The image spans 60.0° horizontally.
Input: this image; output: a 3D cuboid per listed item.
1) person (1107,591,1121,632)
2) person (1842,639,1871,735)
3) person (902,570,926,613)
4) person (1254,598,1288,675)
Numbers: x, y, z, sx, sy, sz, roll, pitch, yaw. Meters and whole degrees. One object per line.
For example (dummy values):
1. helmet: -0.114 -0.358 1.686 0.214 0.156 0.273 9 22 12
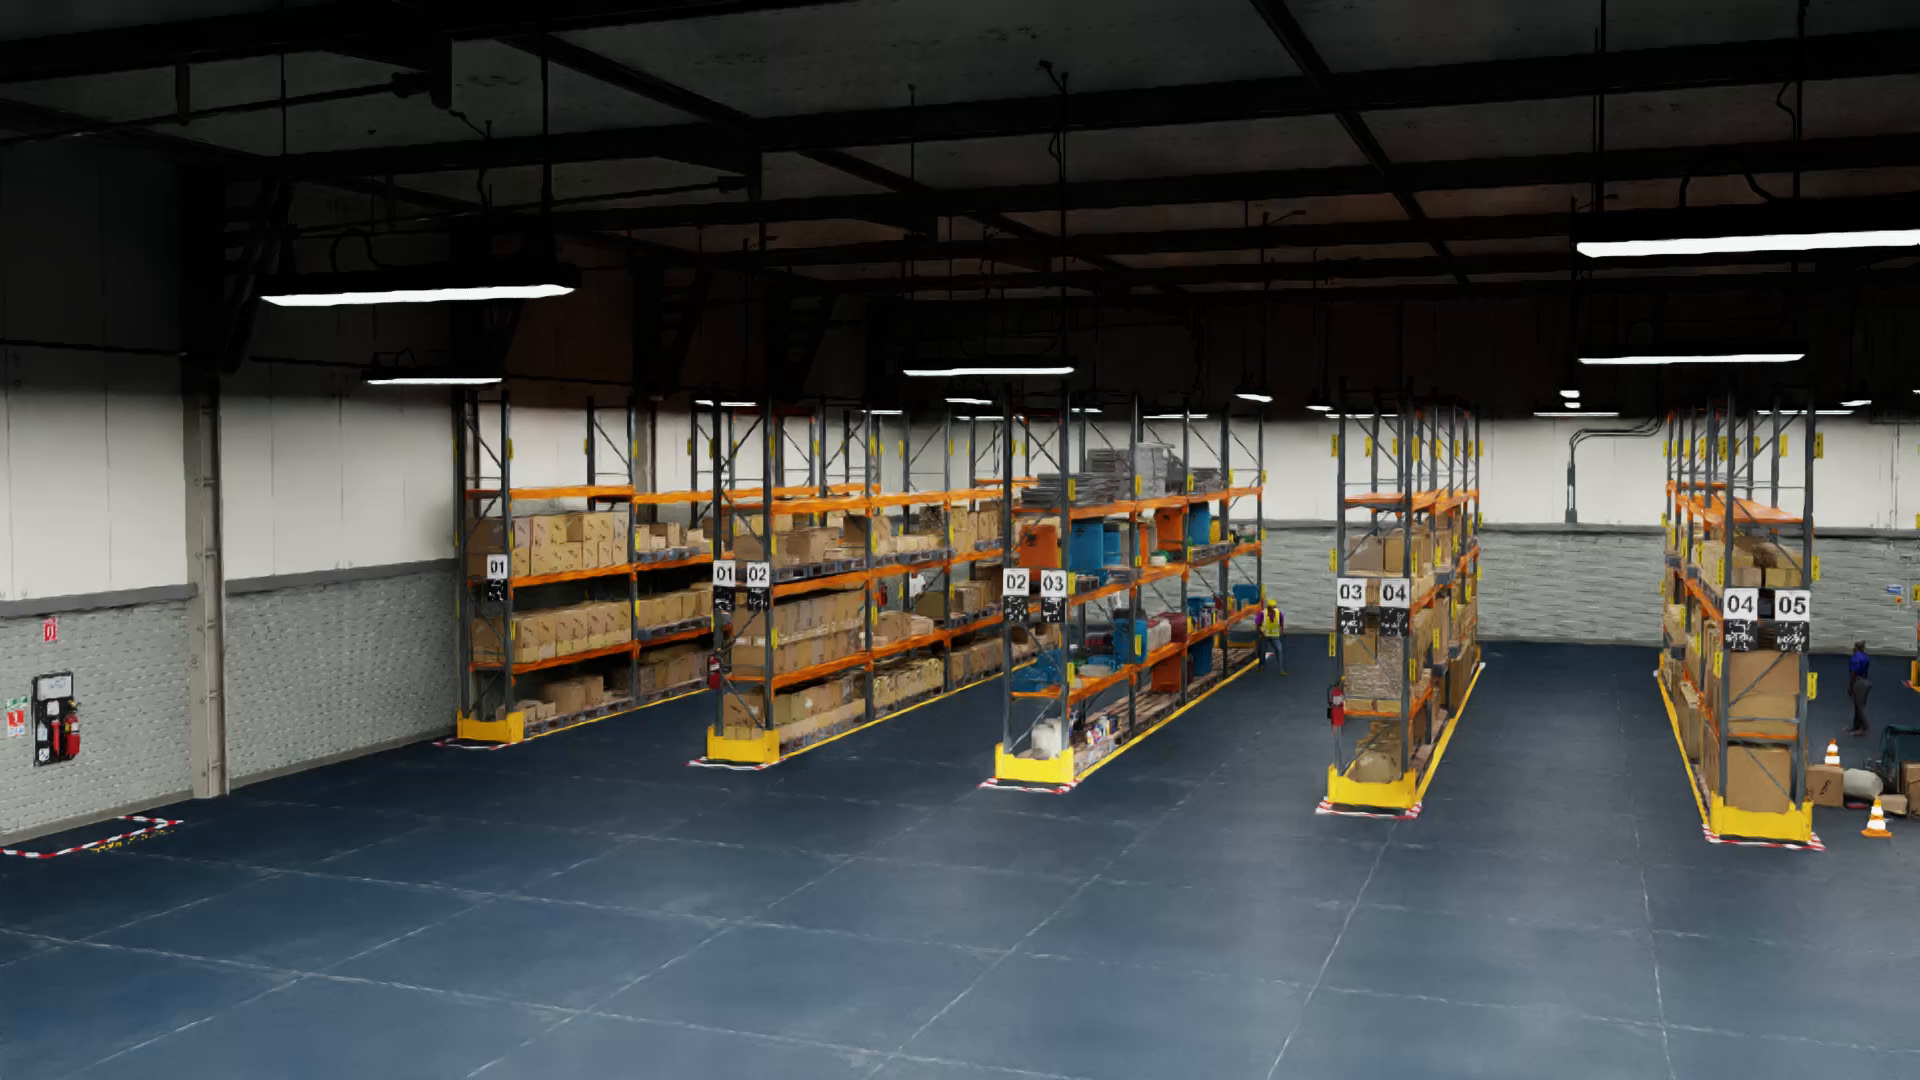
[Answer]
1. person: 4.107 1.835 43.370 0.508 1.571 0.469 -2 4 -31
2. person: 15.732 2.562 29.125 0.531 1.656 0.528 -3 4 -41
3. person: -1.283 1.559 46.854 0.701 1.718 0.729 0 3 -2
4. person: 6.868 2.120 36.843 0.709 1.704 0.835 0 3 4
